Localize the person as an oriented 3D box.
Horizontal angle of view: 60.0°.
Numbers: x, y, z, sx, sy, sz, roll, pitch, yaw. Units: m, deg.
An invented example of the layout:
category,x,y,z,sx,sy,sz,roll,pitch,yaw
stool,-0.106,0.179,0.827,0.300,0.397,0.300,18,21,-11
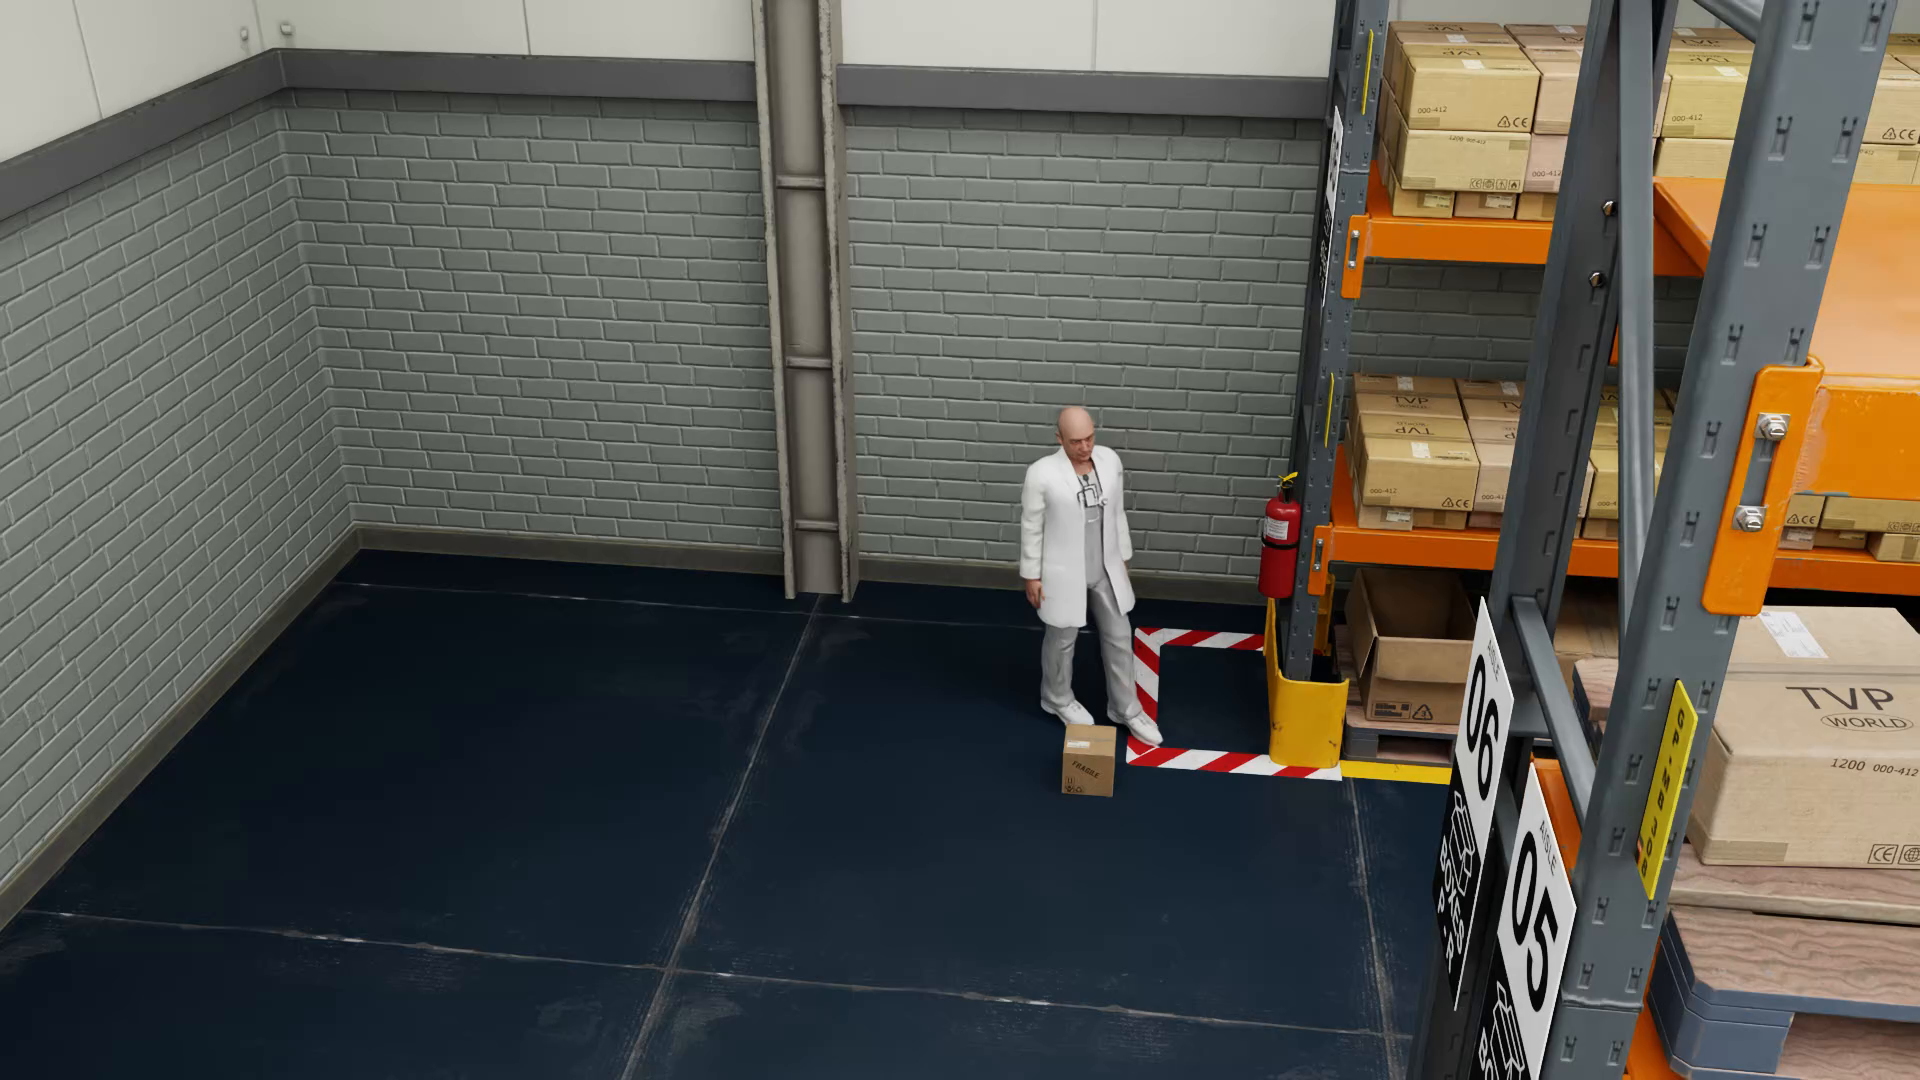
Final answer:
category,x,y,z,sx,sy,sz,roll,pitch,yaw
person,0.653,0.199,8.245,0.611,1.775,0.629,-12,30,-21
